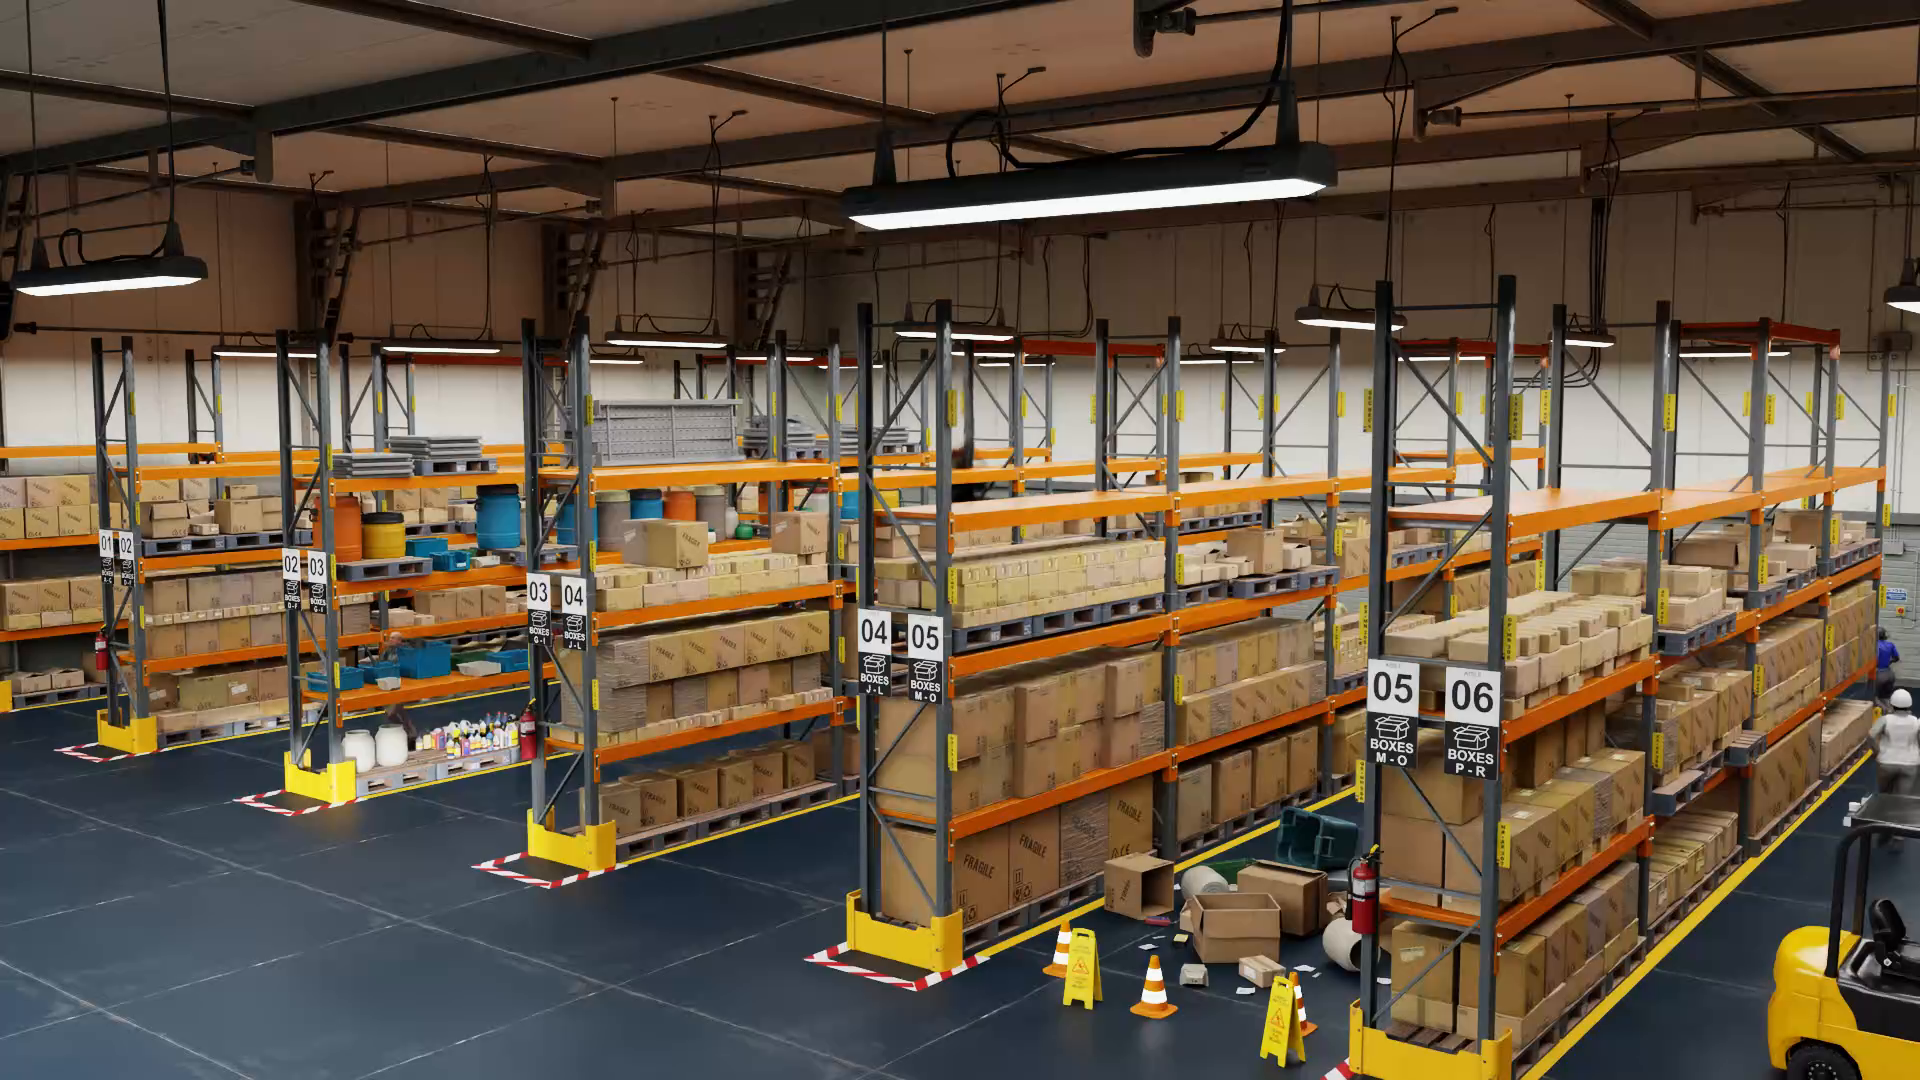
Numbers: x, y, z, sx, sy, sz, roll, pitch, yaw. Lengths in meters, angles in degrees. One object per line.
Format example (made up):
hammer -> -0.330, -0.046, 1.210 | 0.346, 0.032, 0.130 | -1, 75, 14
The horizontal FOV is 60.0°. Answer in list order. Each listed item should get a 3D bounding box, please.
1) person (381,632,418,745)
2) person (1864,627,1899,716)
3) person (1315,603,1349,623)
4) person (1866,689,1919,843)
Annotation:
person -> -8.224, 2.205, 24.285 | 0.644, 1.742, 0.738 | 3, 6, 30
person -> 14.294, 2.129, 25.888 | 0.581, 1.584, 0.524 | -1, 5, -13
person -> 6.770, 1.722, 30.107 | 0.603, 1.638, 0.915 | 0, 5, -5
person -> 10.770, 2.612, 19.110 | 0.641, 1.820, 0.740 | 3, 6, 31
